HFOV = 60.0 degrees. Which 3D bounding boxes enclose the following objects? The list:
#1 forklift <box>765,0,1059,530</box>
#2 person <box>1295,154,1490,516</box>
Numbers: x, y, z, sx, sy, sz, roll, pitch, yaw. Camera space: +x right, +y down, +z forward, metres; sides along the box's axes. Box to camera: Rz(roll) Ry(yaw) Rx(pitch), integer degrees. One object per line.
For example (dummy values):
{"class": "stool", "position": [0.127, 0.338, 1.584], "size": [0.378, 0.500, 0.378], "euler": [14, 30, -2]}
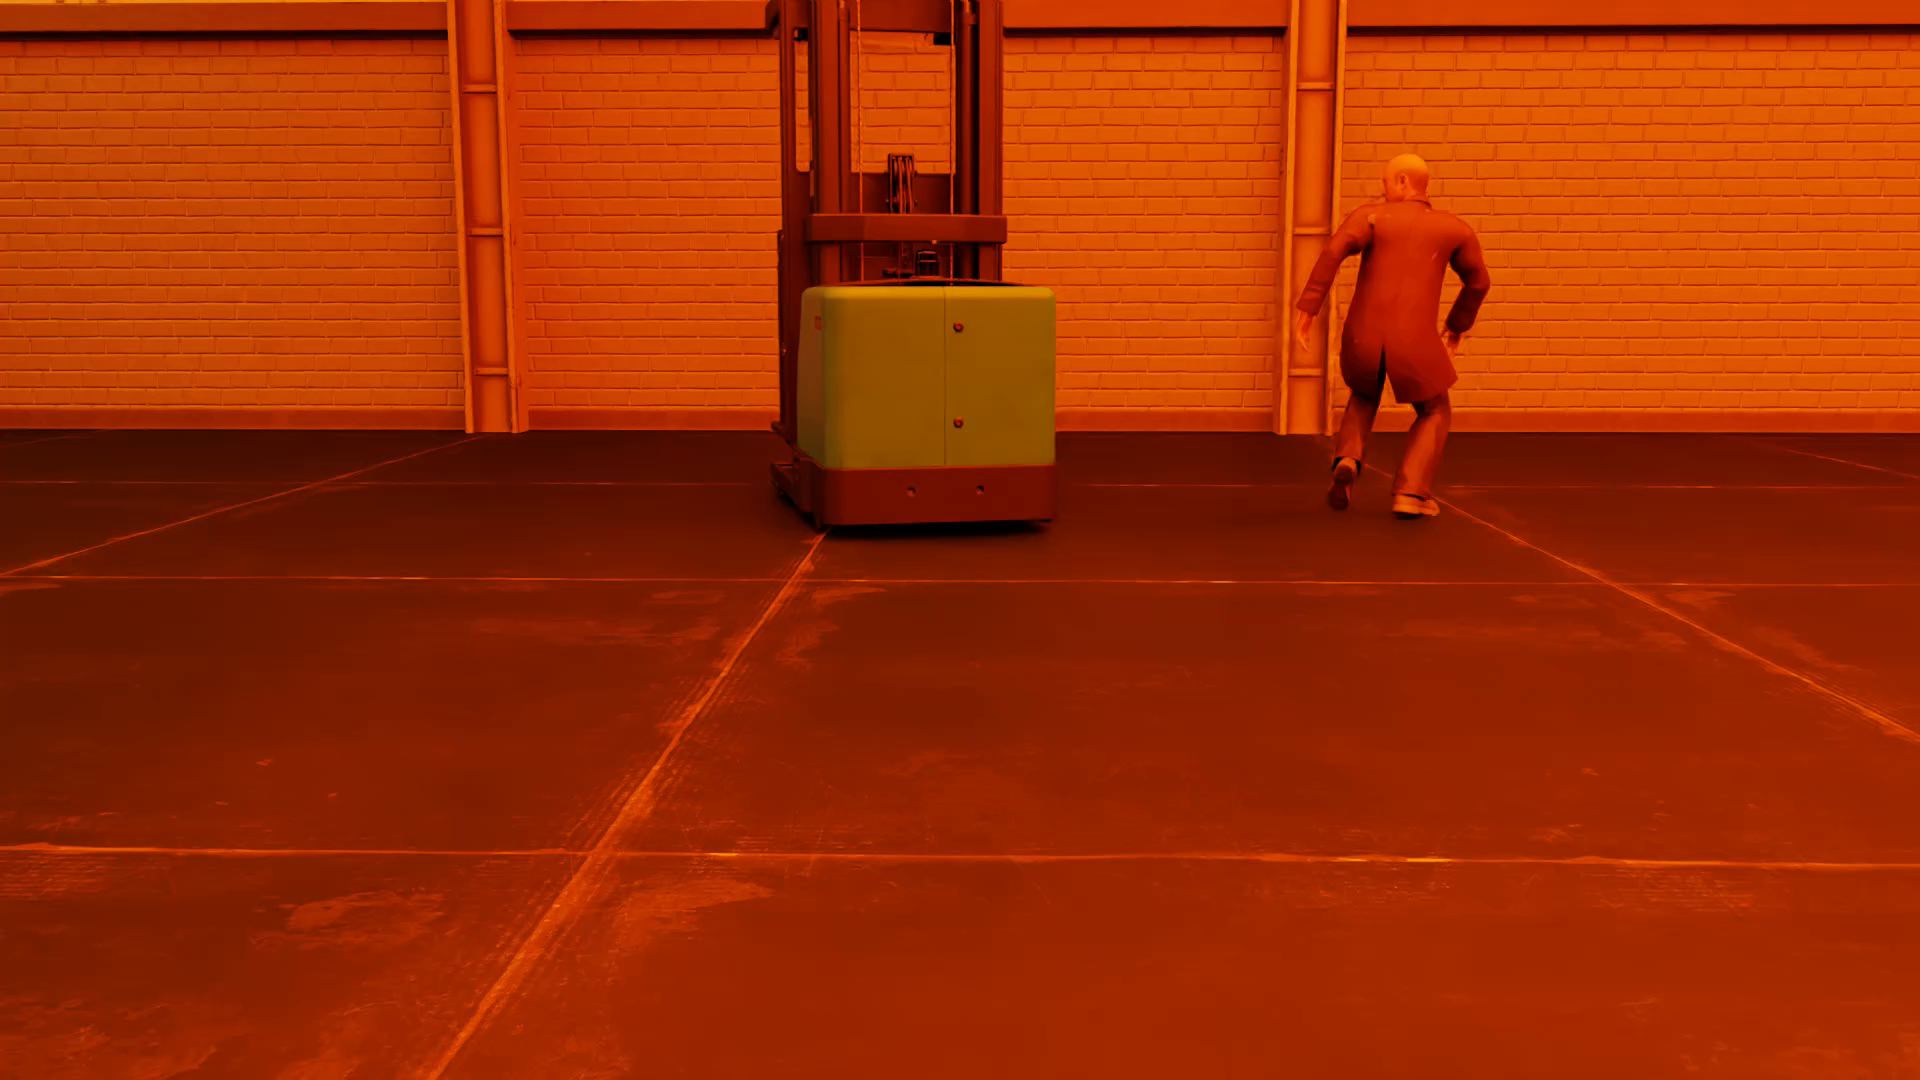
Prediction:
{"class": "forklift", "position": [-0.383, -1.677, 8.400], "size": [1.130, 2.935, 3.031], "euler": [-2, 9, -12]}
{"class": "person", "position": [2.043, -0.953, 7.827], "size": [0.823, 1.690, 0.696], "euler": [4, 9, 23]}
